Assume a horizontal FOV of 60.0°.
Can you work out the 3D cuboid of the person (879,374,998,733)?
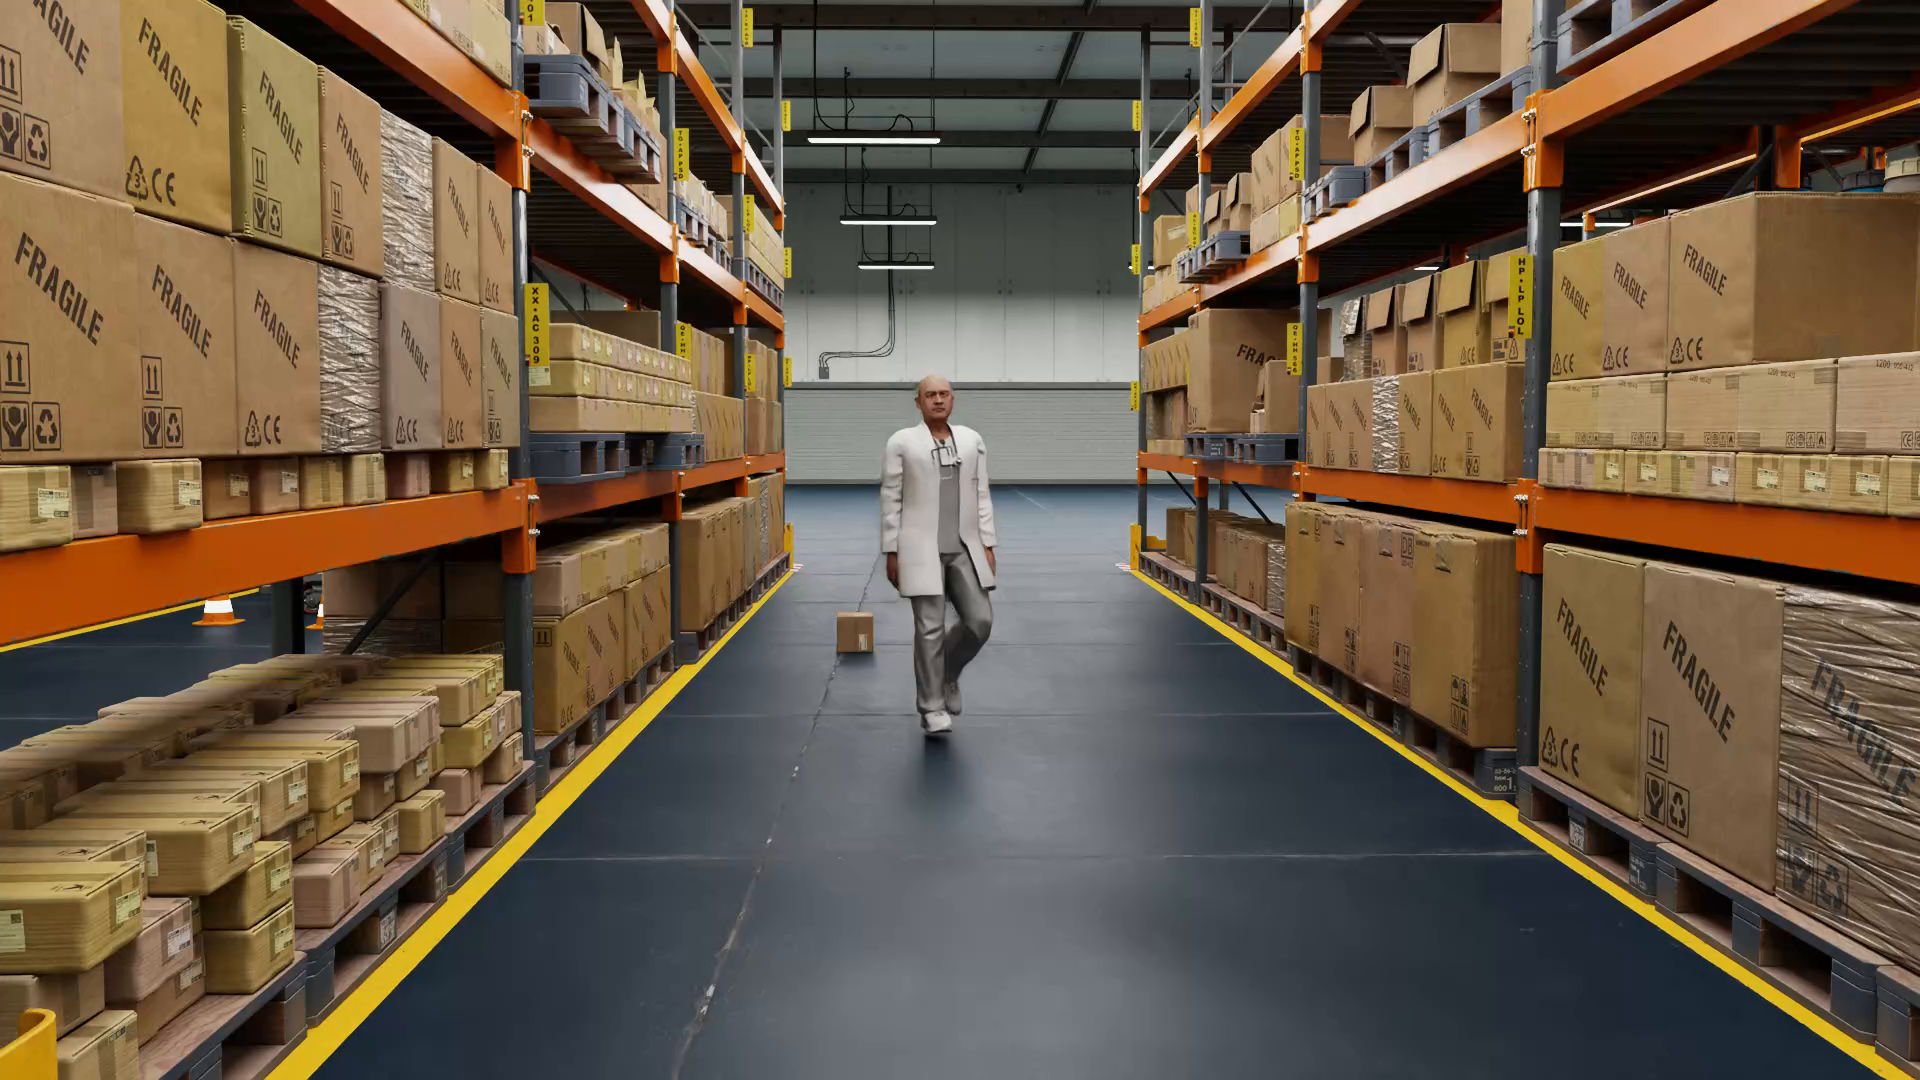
[{"bbox_3d":[-0.103,0.056,8.333,0.610,1.767,0.600,-1,4,-19],"label":"person"}]
